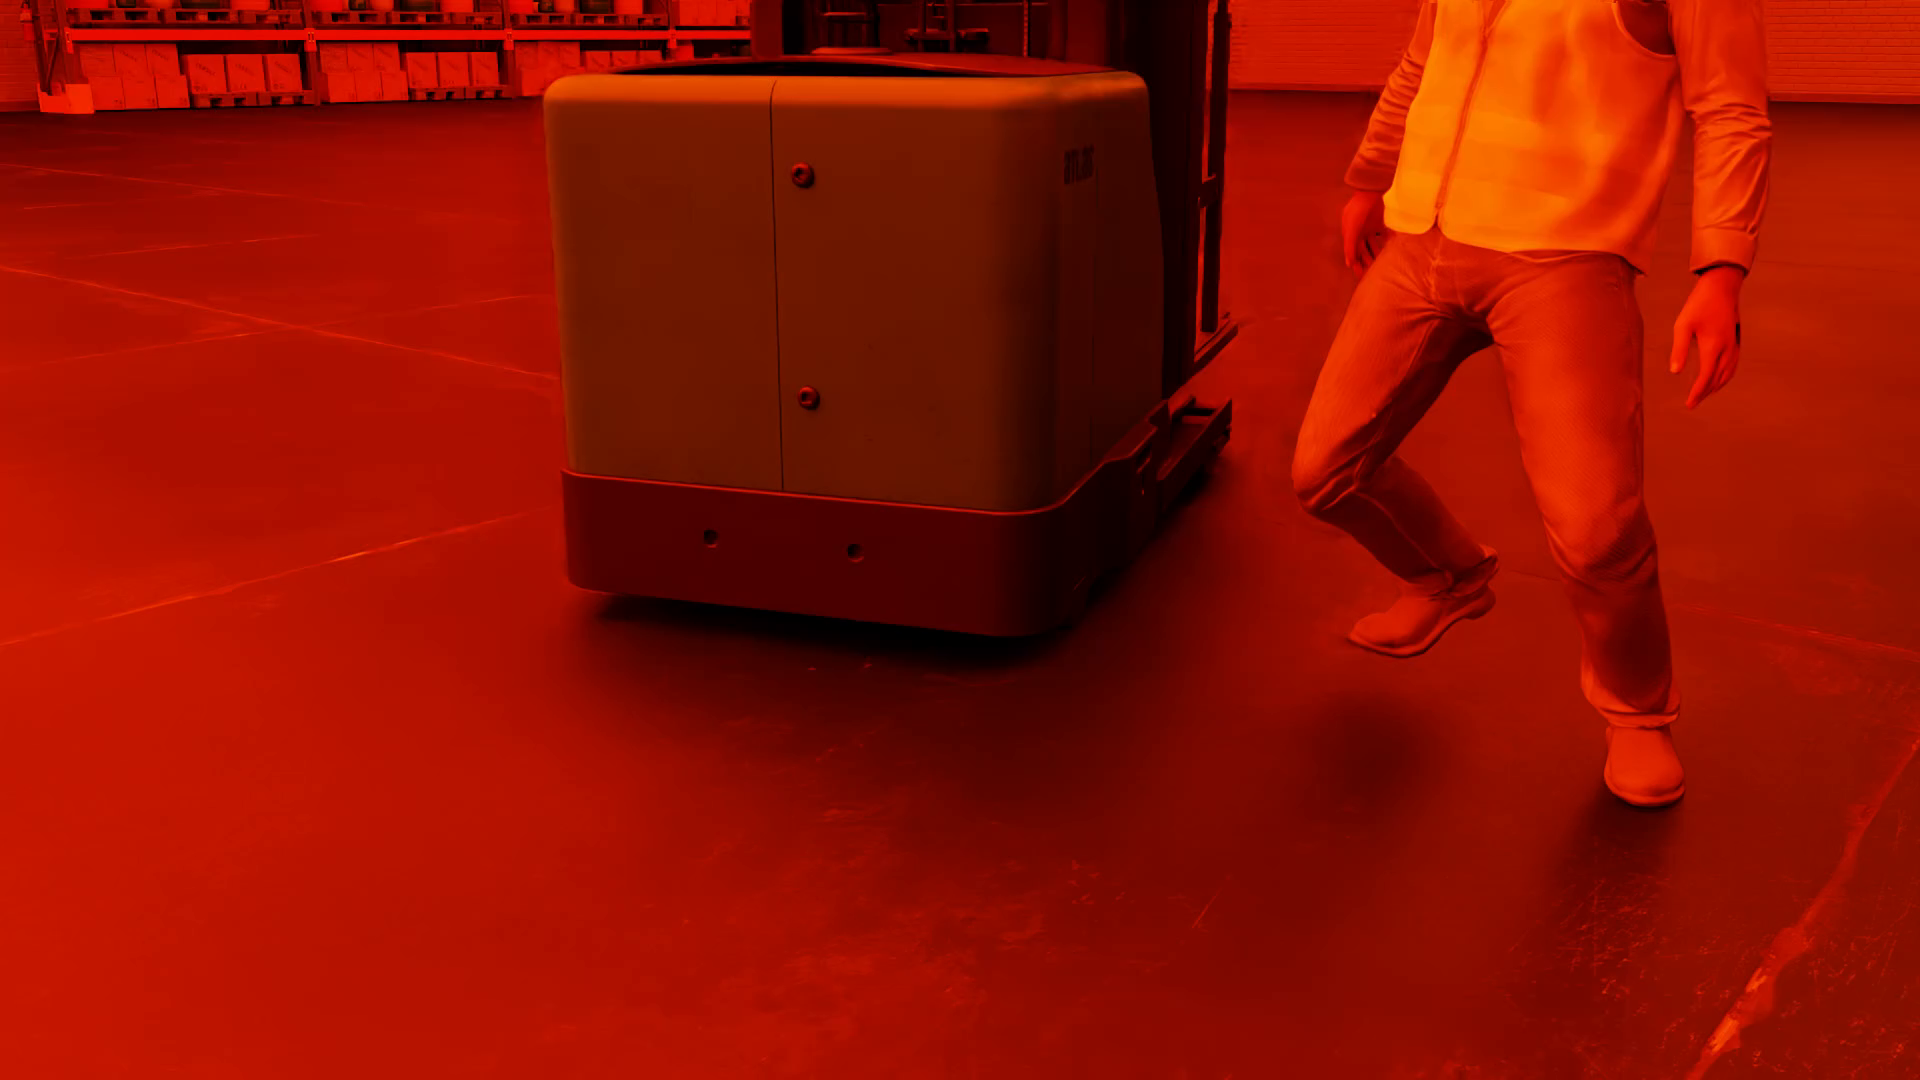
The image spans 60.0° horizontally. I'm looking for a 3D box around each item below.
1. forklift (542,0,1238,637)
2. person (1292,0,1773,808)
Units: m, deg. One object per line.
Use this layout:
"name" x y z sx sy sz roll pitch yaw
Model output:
"forklift" 0.138 -1.609 4.198 1.130 2.935 3.031 6 18 18
"person" 0.891 -0.492 2.684 0.486 1.688 0.882 -10 20 -30
